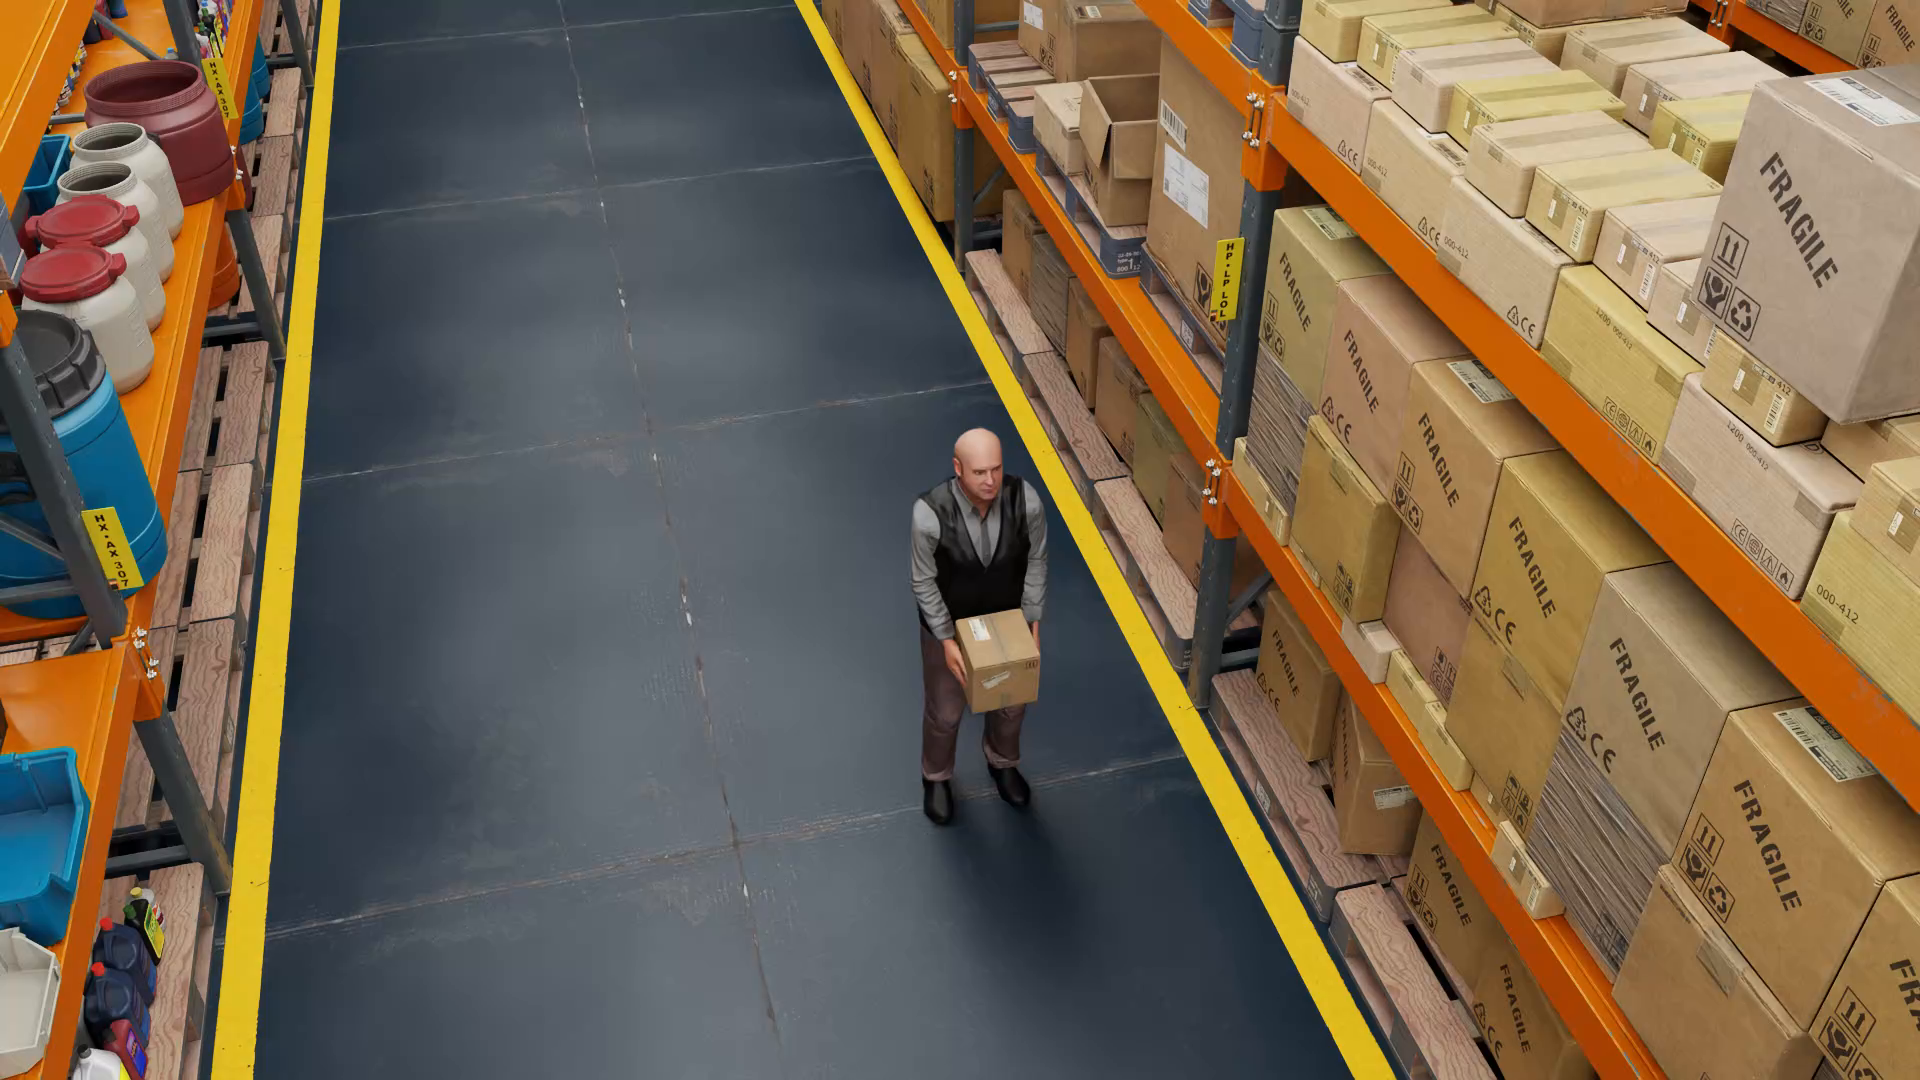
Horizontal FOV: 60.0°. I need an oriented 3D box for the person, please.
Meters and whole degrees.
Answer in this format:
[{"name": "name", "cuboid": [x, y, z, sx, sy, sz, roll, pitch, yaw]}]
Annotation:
[{"name": "person", "cuboid": [0.082, 0.349, 6.282, 0.536, 1.727, 0.513, -10, 39, -12]}]
